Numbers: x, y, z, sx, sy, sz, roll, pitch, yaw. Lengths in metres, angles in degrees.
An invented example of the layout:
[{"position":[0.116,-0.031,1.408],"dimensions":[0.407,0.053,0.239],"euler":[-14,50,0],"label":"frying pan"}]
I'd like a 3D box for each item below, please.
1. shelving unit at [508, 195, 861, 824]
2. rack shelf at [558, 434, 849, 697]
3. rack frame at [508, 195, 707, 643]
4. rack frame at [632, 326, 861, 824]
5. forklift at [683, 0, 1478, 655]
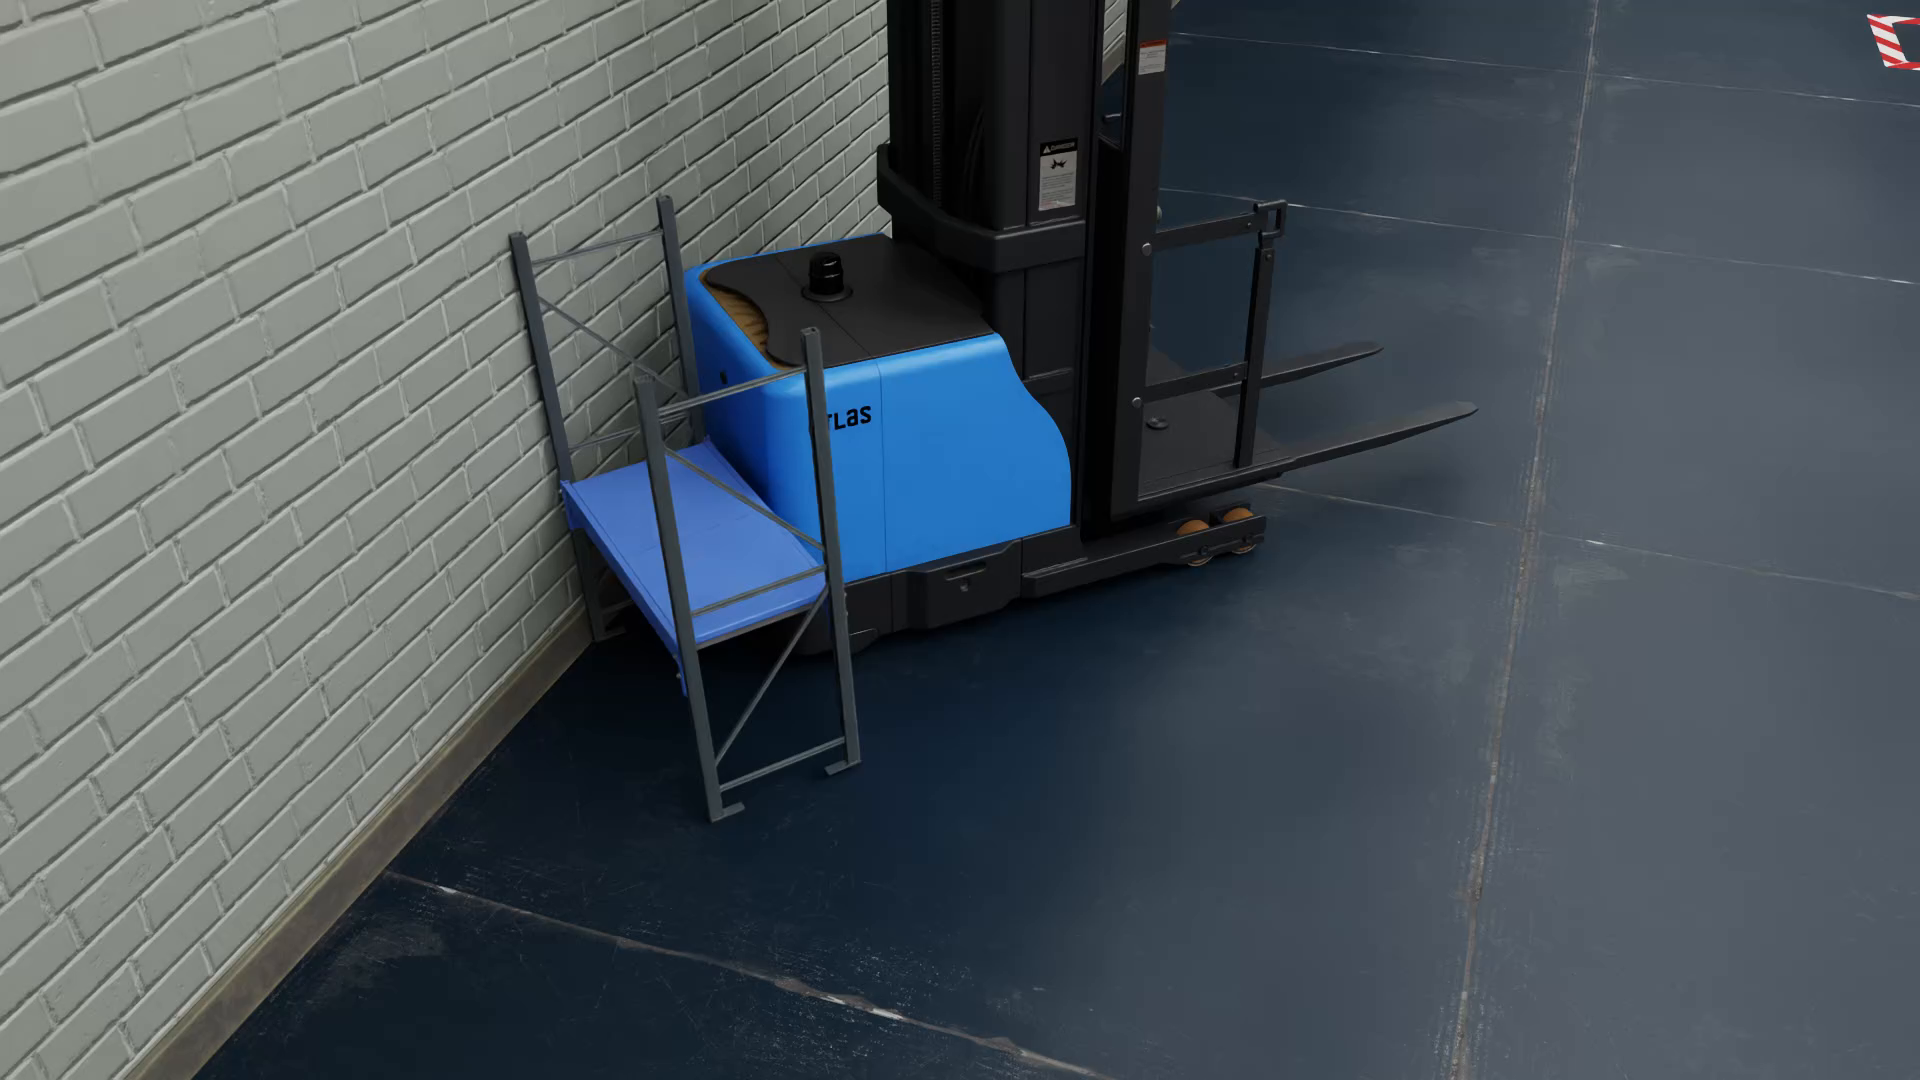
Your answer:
[{"position":[-0.811,-0.101,4.988],"dimensions":[0.538,1.500,1.048],"euler":[-20,39,-23],"label":"shelving unit"},{"position":[-0.804,0.046,5.092],"dimensions":[0.538,0.185,1.000],"euler":[-20,39,-23],"label":"rack shelf"},{"position":[-1.063,-0.347,5.354],"dimensions":[0.500,1.500,0.032],"euler":[-20,39,-23],"label":"rack frame"},{"position":[-0.558,0.145,4.622],"dimensions":[0.500,1.500,0.032],"euler":[-20,39,-23],"label":"rack frame"},{"position":[0.568,-1.379,5.683],"dimensions":[3.031,2.935,1.130],"euler":[-15,36,-21],"label":"forklift"}]
